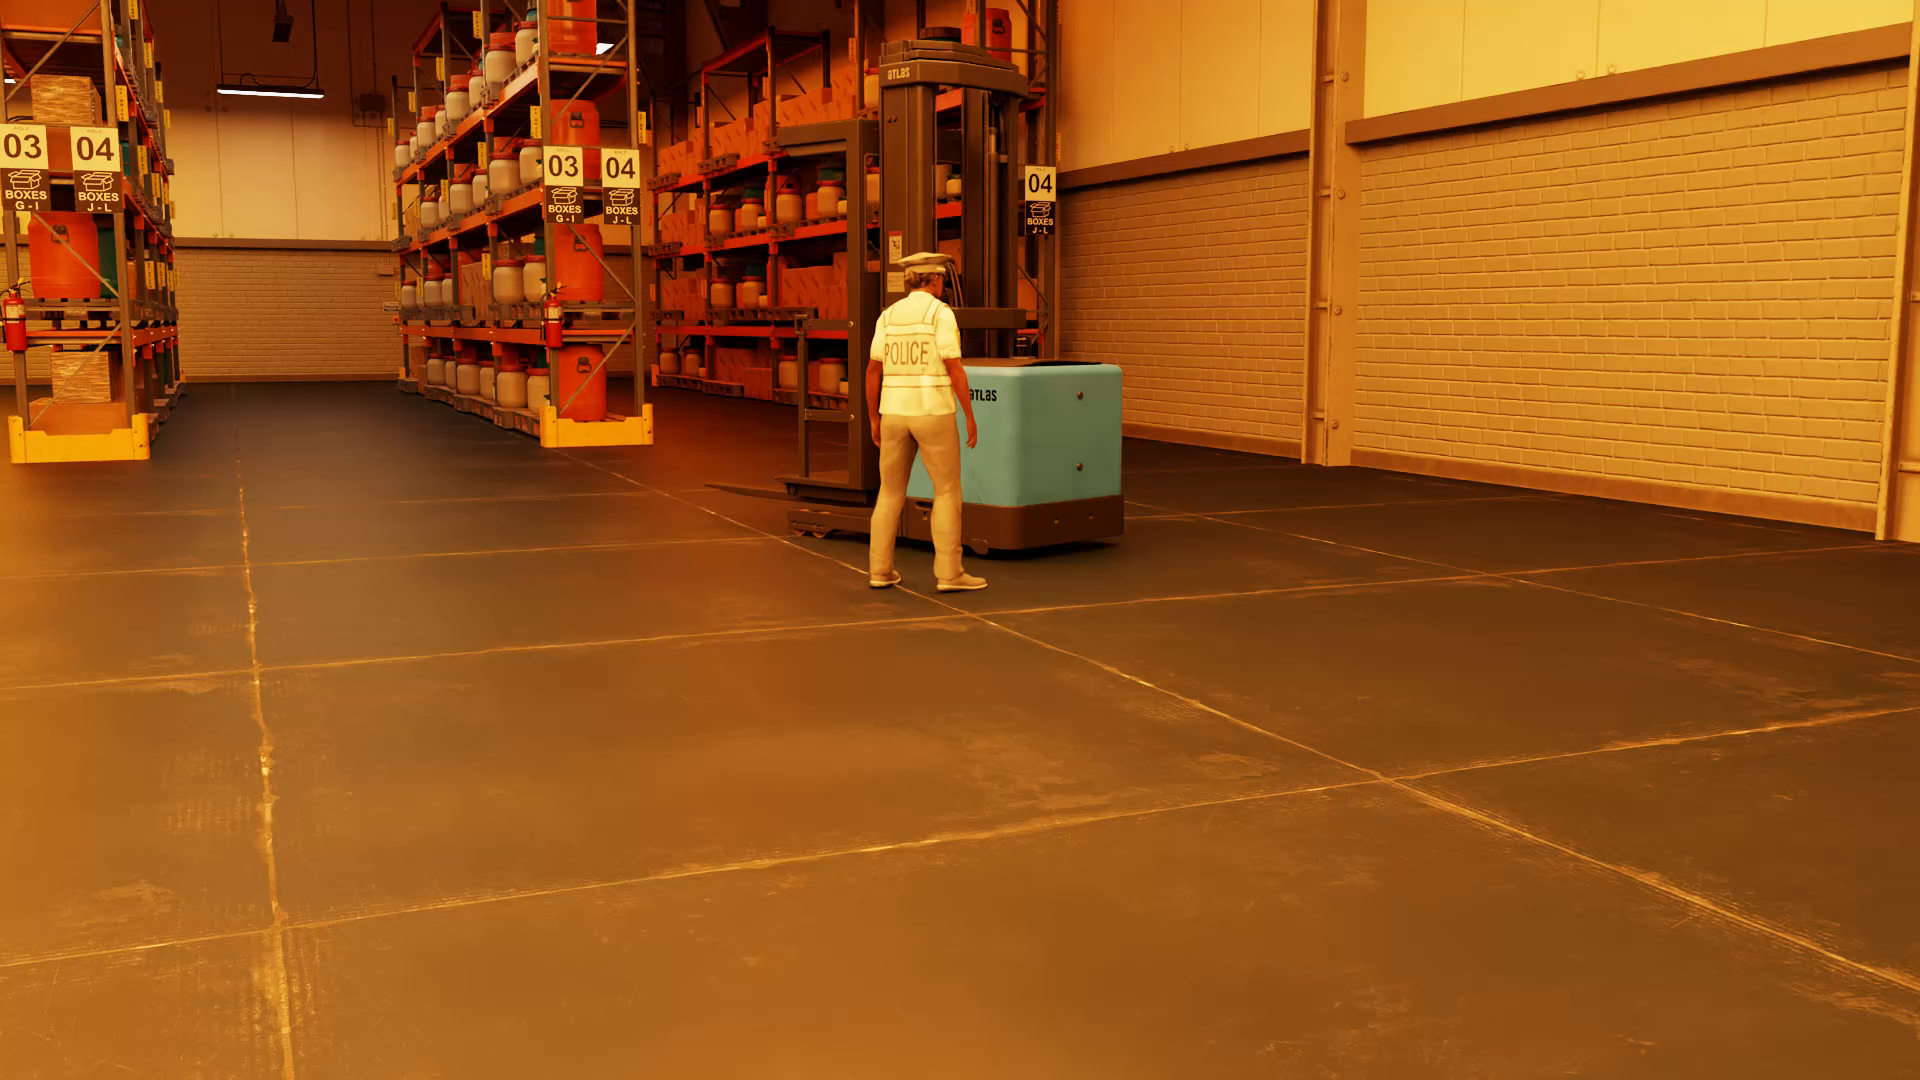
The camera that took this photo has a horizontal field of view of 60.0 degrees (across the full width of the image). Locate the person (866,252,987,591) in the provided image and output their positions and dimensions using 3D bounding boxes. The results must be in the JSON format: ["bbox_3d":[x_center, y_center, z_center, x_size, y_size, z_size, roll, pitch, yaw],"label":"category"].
[{"bbox_3d":[-0.199,-0.575,8.195,0.591,1.667,0.423,4,8,27],"label":"person"}]

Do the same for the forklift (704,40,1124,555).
[{"bbox_3d":[-0.436,-1.509,10.383,3.031,2.935,1.130,7,10,44],"label":"forklift"}]
